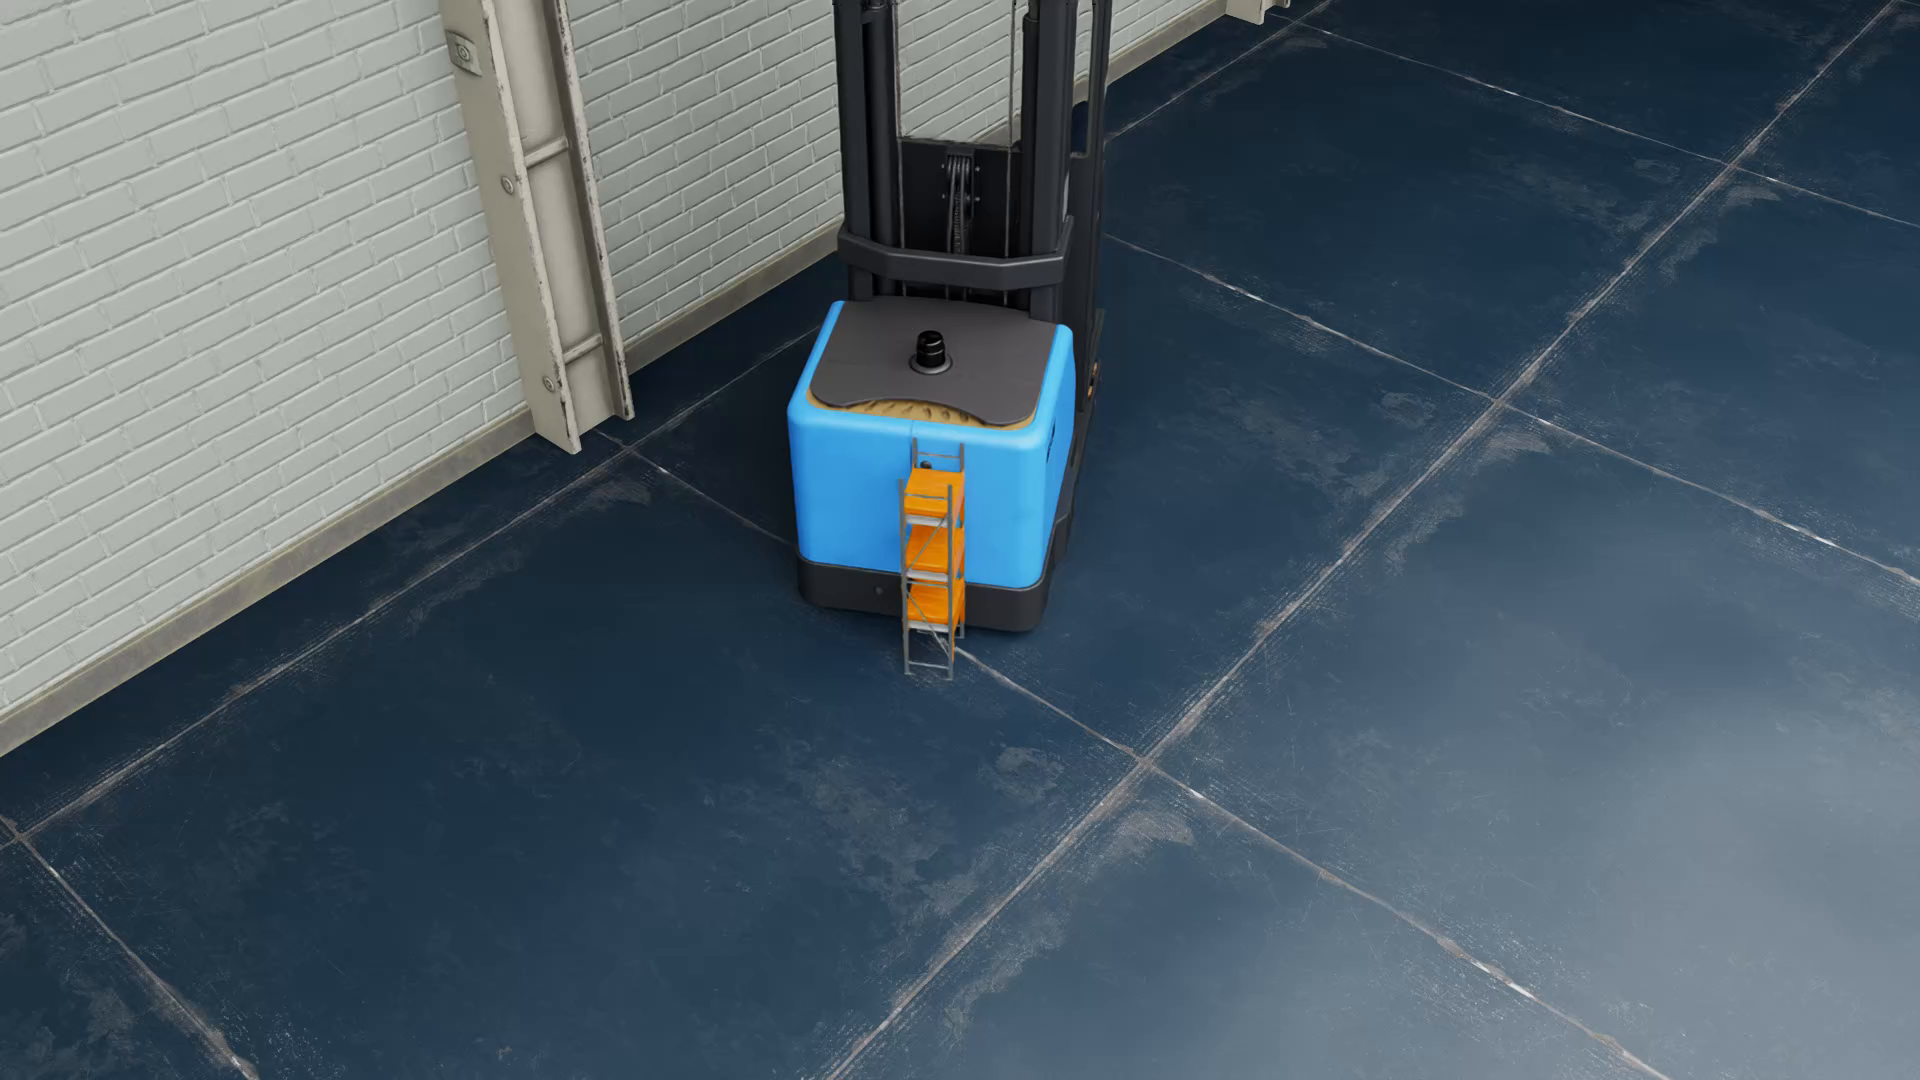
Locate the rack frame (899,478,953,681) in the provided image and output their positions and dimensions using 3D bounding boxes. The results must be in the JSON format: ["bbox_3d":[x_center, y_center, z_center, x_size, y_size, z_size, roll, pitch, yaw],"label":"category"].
[{"bbox_3d":[-0.127,0.174,6.460,0.200,1.050,0.008,7,43,8],"label":"rack frame"}]

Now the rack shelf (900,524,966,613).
[{"bbox_3d":[-0.104,0.102,6.556,0.215,0.259,0.240,7,43,8],"label":"rack shelf"}]

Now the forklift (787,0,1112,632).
[{"bbox_3d":[0.092,-1.703,7.127,1.130,2.935,3.031,7,43,8],"label":"forklift"}]

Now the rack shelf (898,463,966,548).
[{"bbox_3d":[-0.104,-0.108,6.365,0.215,0.259,0.240,7,43,8],"label":"rack shelf"}]

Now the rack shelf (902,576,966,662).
[{"bbox_3d":[-0.104,0.307,6.743,0.215,0.259,0.240,7,43,8],"label":"rack shelf"}]

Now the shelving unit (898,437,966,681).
[{"bbox_3d":[-0.104,0.094,6.549,0.215,1.050,0.252,7,43,8],"label":"shelving unit"}]

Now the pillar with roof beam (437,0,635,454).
[{"bbox_3d":[1.472,-2.037,2.983,9.100,9.000,0.400,29,50,28],"label":"pillar with roof beam"}]

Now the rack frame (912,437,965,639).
[{"bbox_3d":[-0.082,0.013,6.637,0.200,1.050,0.008,7,43,8],"label":"rack frame"}]

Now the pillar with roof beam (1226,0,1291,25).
[{"bbox_3d":[5.333,-5.126,6.381,9.100,9.000,0.400,29,50,28],"label":"pillar with roof beam"}]
